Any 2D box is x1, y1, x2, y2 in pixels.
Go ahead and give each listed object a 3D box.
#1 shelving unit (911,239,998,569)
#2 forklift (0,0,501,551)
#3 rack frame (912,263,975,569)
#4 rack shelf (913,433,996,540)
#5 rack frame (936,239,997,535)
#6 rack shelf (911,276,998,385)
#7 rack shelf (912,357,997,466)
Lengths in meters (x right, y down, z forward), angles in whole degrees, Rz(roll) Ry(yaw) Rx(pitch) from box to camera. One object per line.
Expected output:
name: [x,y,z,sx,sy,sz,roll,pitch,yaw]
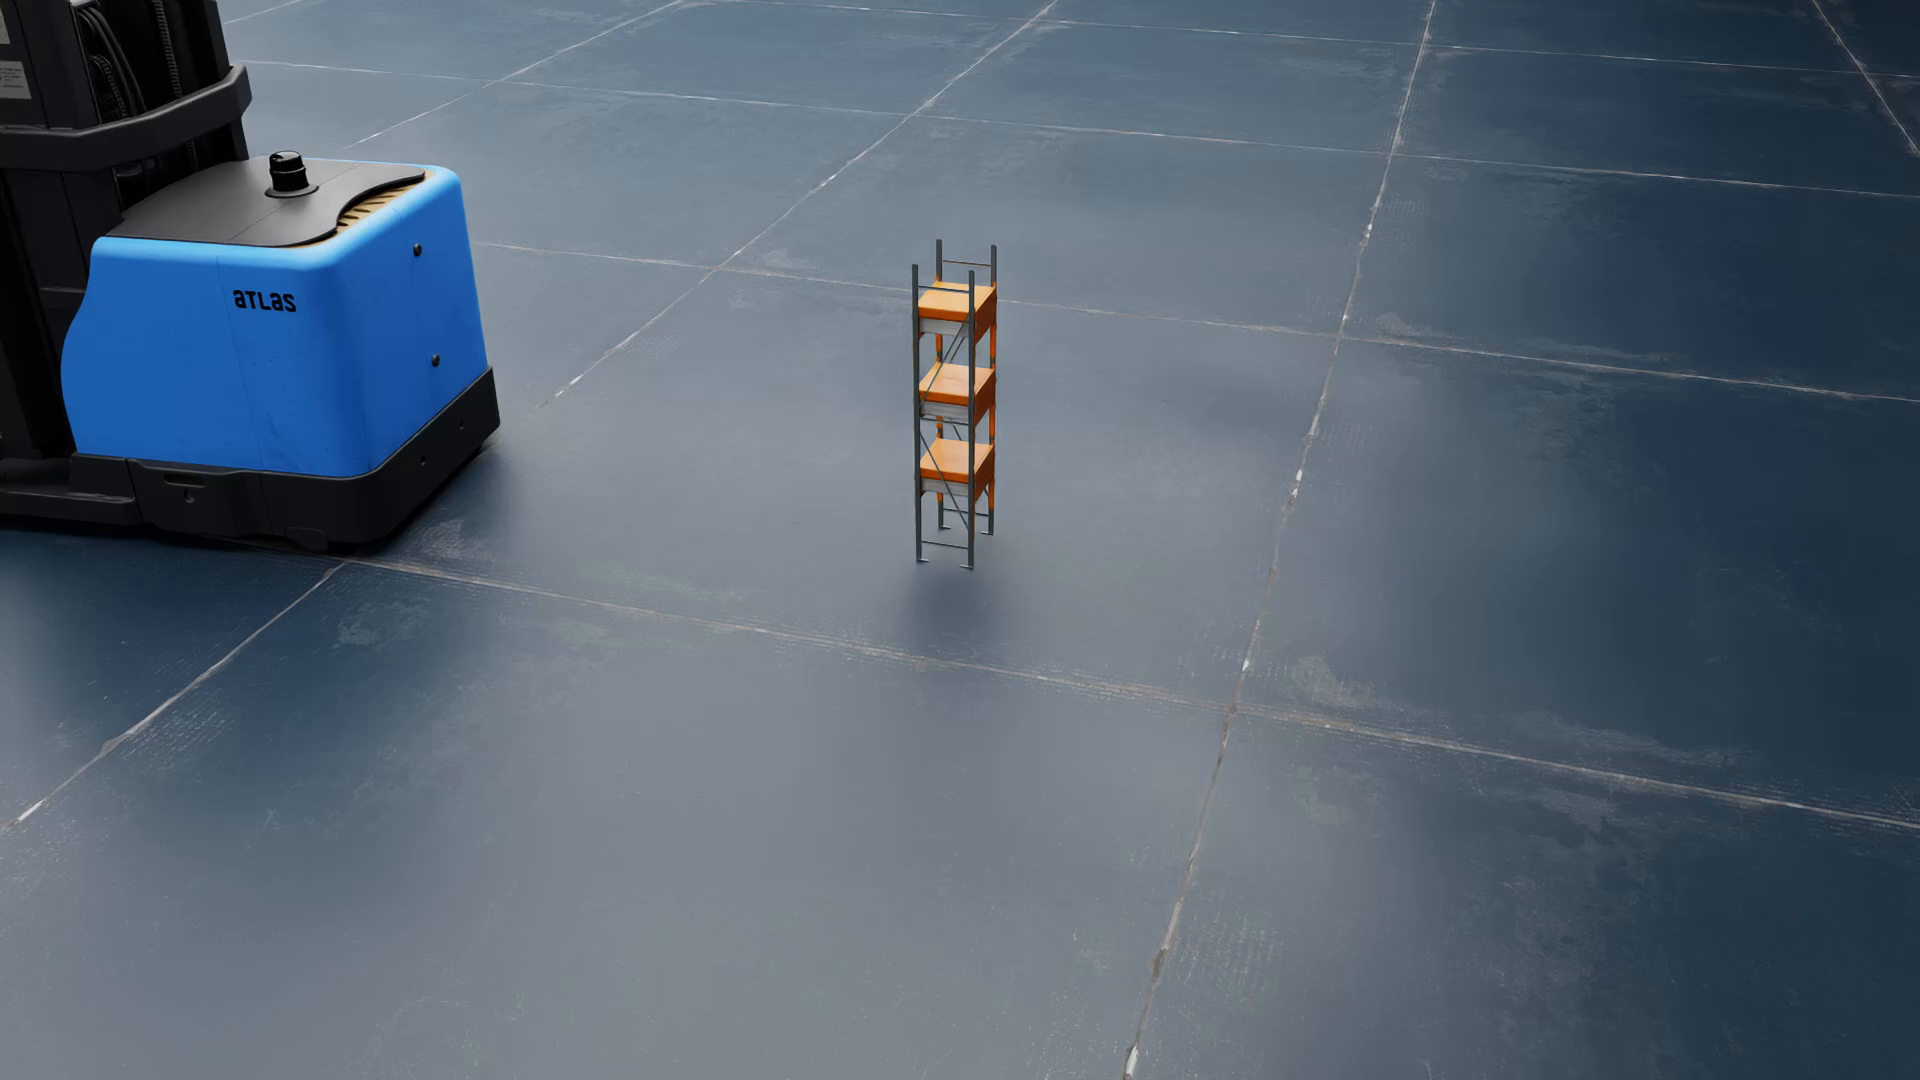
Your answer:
shelving unit: [-0.016,-0.434,5.450,0.215,1.050,0.252,8,30,15]
forklift: [-3.337,-1.589,5.592,3.031,2.935,1.130,5,30,10]
rack frame: [-0.052,-0.377,5.348,0.200,1.050,0.008,8,30,15]
rack shelf: [-0.016,-0.182,5.590,0.215,0.259,0.240,8,30,15]
rack frame: [0.020,-0.491,5.552,0.200,1.050,0.008,8,30,15]
rack shelf: [-0.016,-0.673,5.317,0.215,0.259,0.240,8,30,15]
rack shelf: [-0.016,-0.425,5.455,0.215,0.259,0.240,8,30,15]
